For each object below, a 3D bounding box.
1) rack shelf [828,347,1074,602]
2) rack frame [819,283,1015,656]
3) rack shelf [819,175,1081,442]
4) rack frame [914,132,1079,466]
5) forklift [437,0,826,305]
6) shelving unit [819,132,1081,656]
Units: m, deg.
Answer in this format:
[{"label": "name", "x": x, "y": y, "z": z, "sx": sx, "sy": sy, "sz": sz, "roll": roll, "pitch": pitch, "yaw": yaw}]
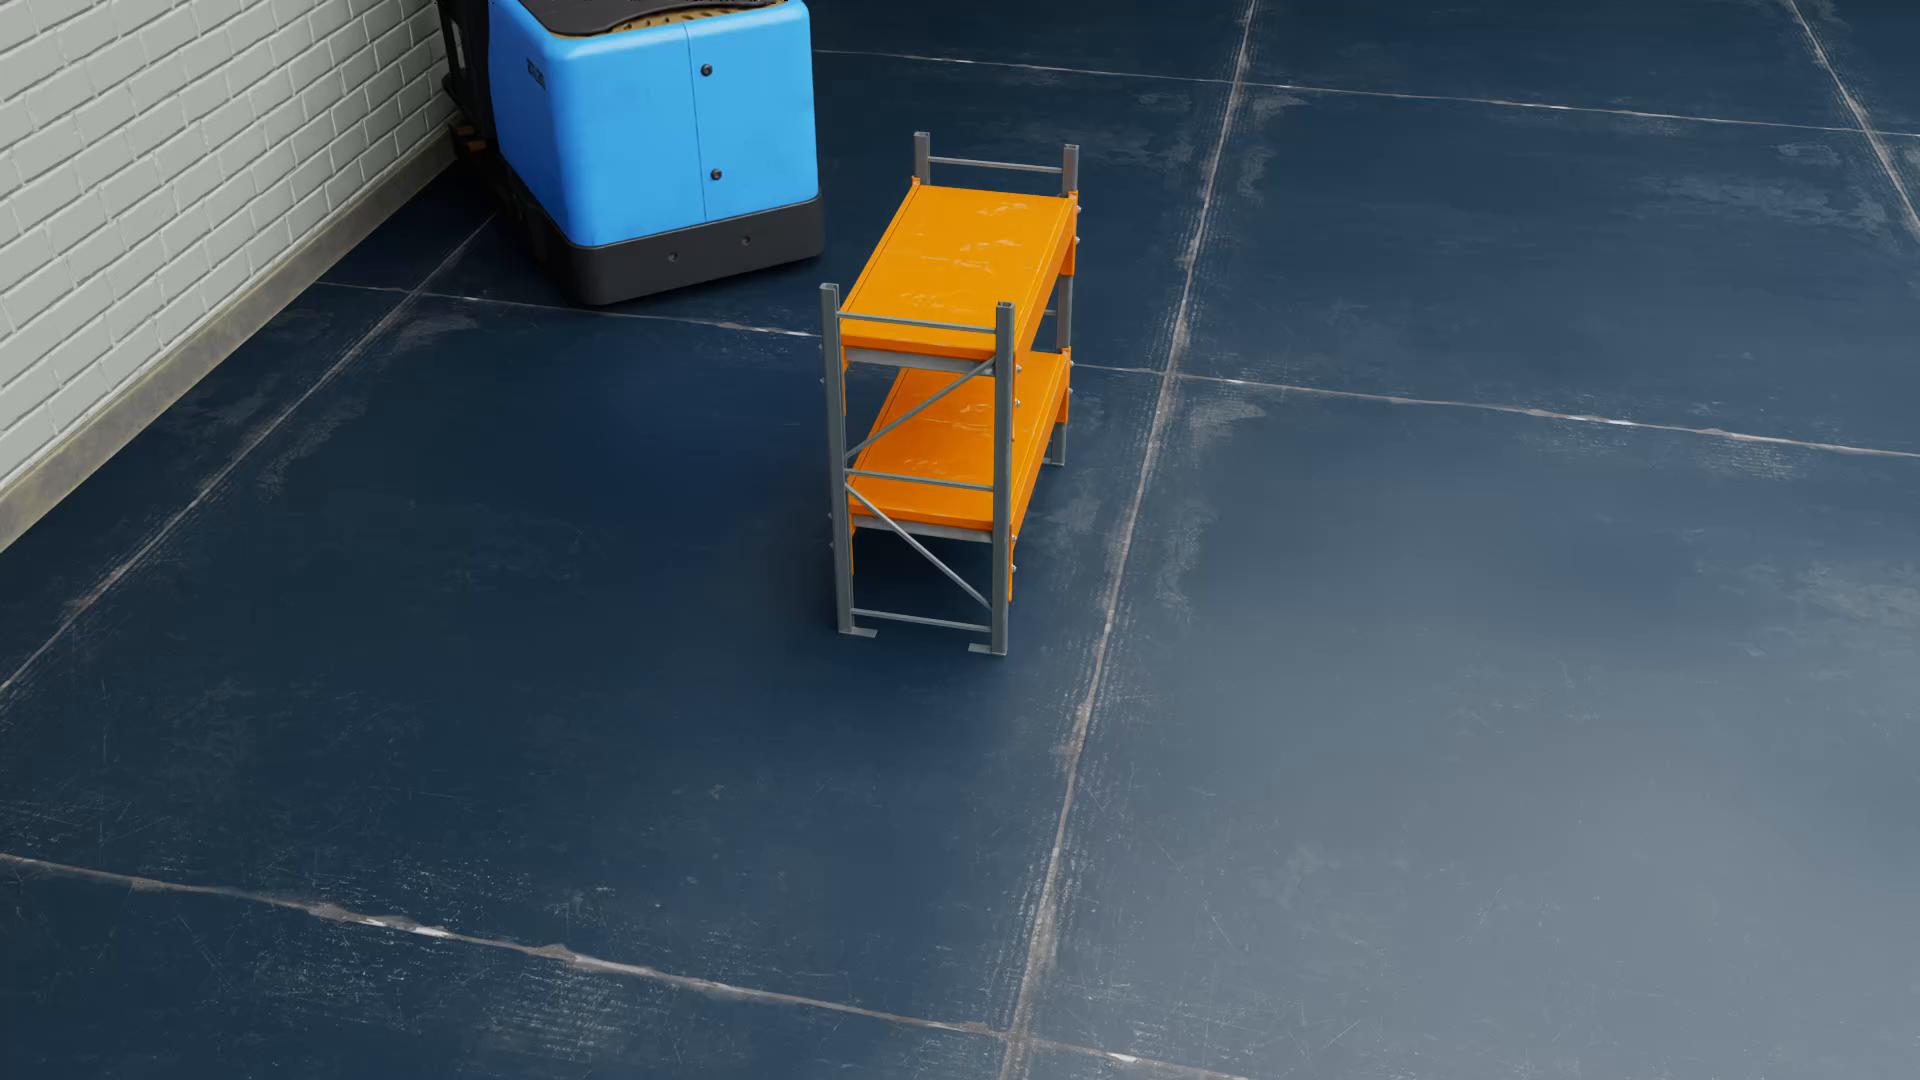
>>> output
[{"label": "rack shelf", "x": -0.001, "y": -0.254, "z": 5.058, "sx": 0.538, "sy": 0.278, "sz": 1.000, "roll": 7, "pitch": 37, "yaw": 10}, {"label": "rack frame", "x": -0.110, "y": -0.160, "z": 4.512, "sx": 0.500, "sy": 1.125, "sz": 0.032, "roll": 7, "pitch": 37, "yaw": 10}, {"label": "rack shelf", "x": -0.001, "y": -0.689, "z": 4.743, "sx": 0.538, "sy": 0.278, "sz": 1.000, "roll": 7, "pitch": 37, "yaw": 10}, {"label": "rack frame", "x": 0.107, "y": -0.743, "z": 5.317, "sx": 0.500, "sy": 1.125, "sz": 0.032, "roll": 7, "pitch": 37, "yaw": 10}, {"label": "forklift", "x": -1.688, "y": -2.934, "z": 6.800, "sx": 1.130, "sy": 2.935, "sz": 3.031, "roll": -17, "pitch": 39, "yaw": -22}, {"label": "shelving unit", "x": -0.001, "y": -0.452, "z": 4.915, "sx": 0.538, "sy": 1.125, "sz": 1.048, "roll": 7, "pitch": 37, "yaw": 10}]
